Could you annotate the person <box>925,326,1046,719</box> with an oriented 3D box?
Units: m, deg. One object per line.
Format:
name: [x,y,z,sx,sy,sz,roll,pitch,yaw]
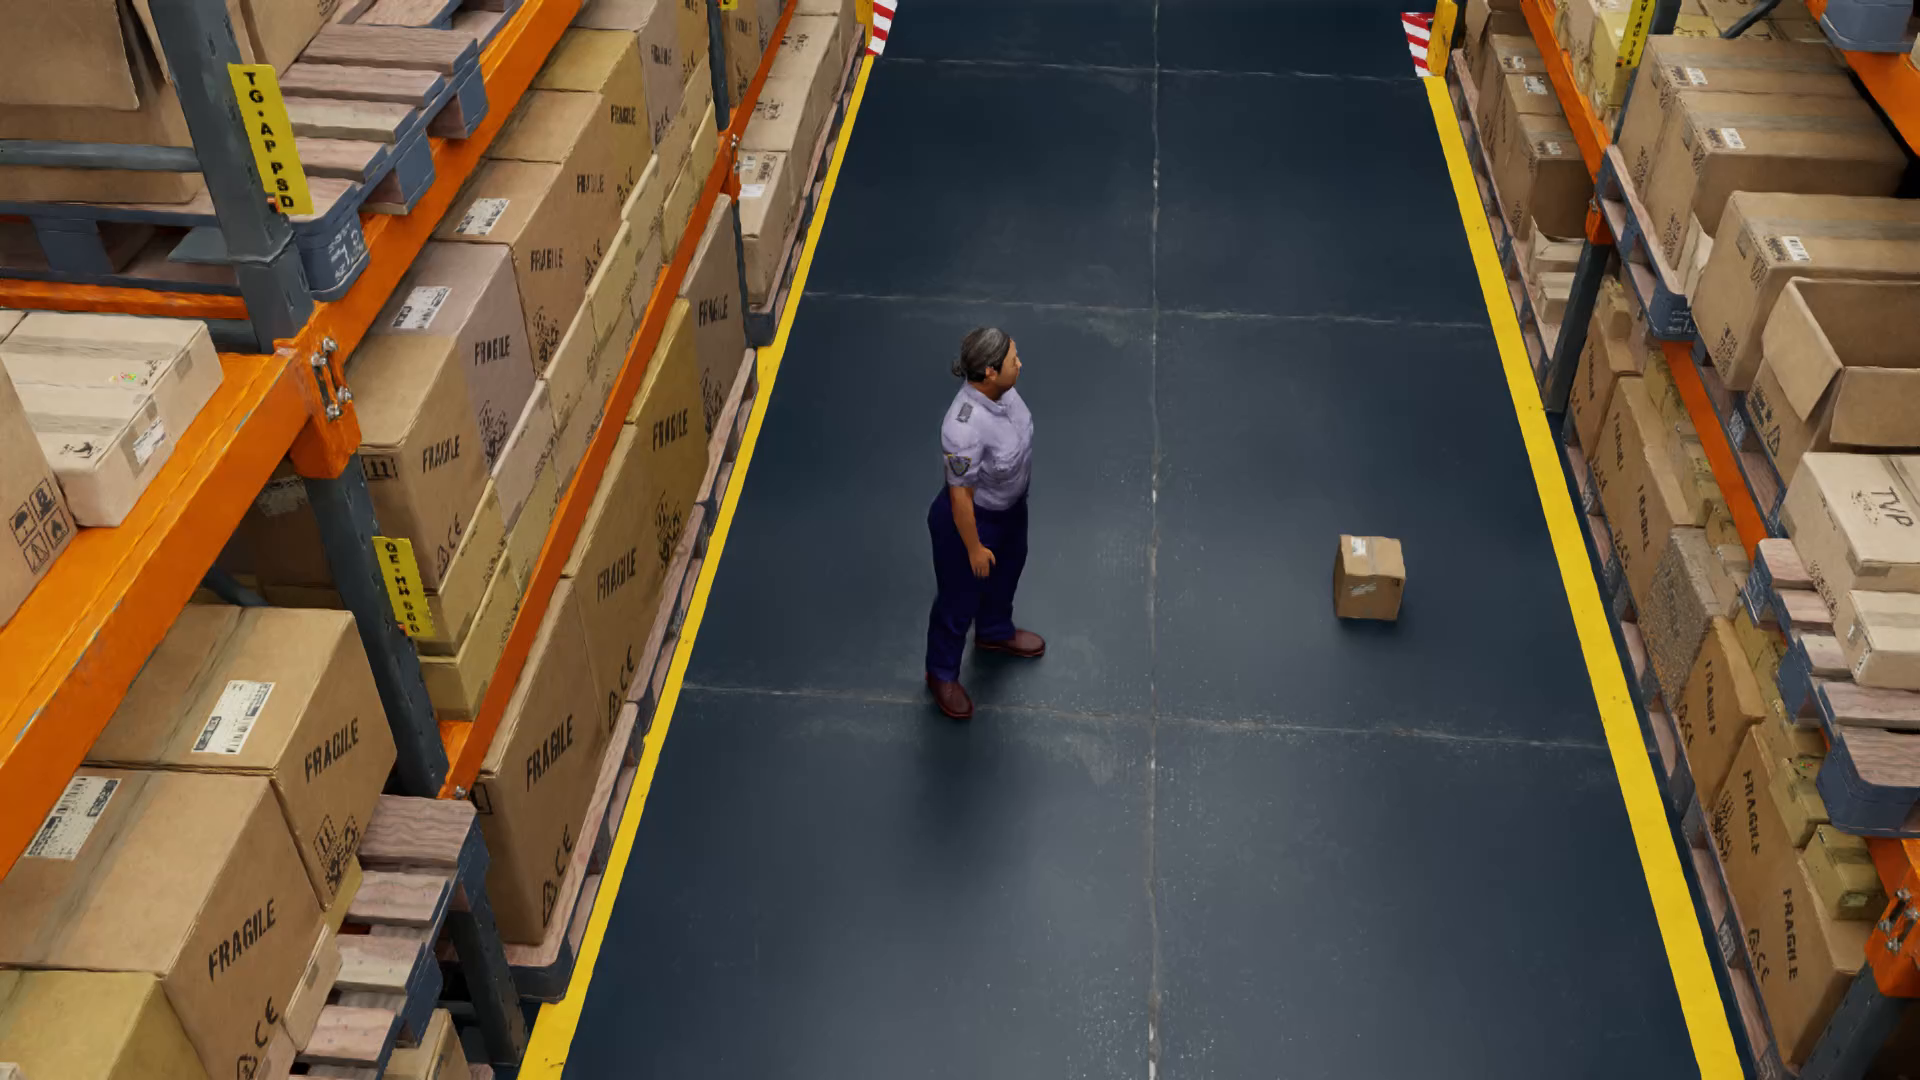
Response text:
person: [0.084,-0.085,6.242,0.383,1.660,0.566,16,43,18]
